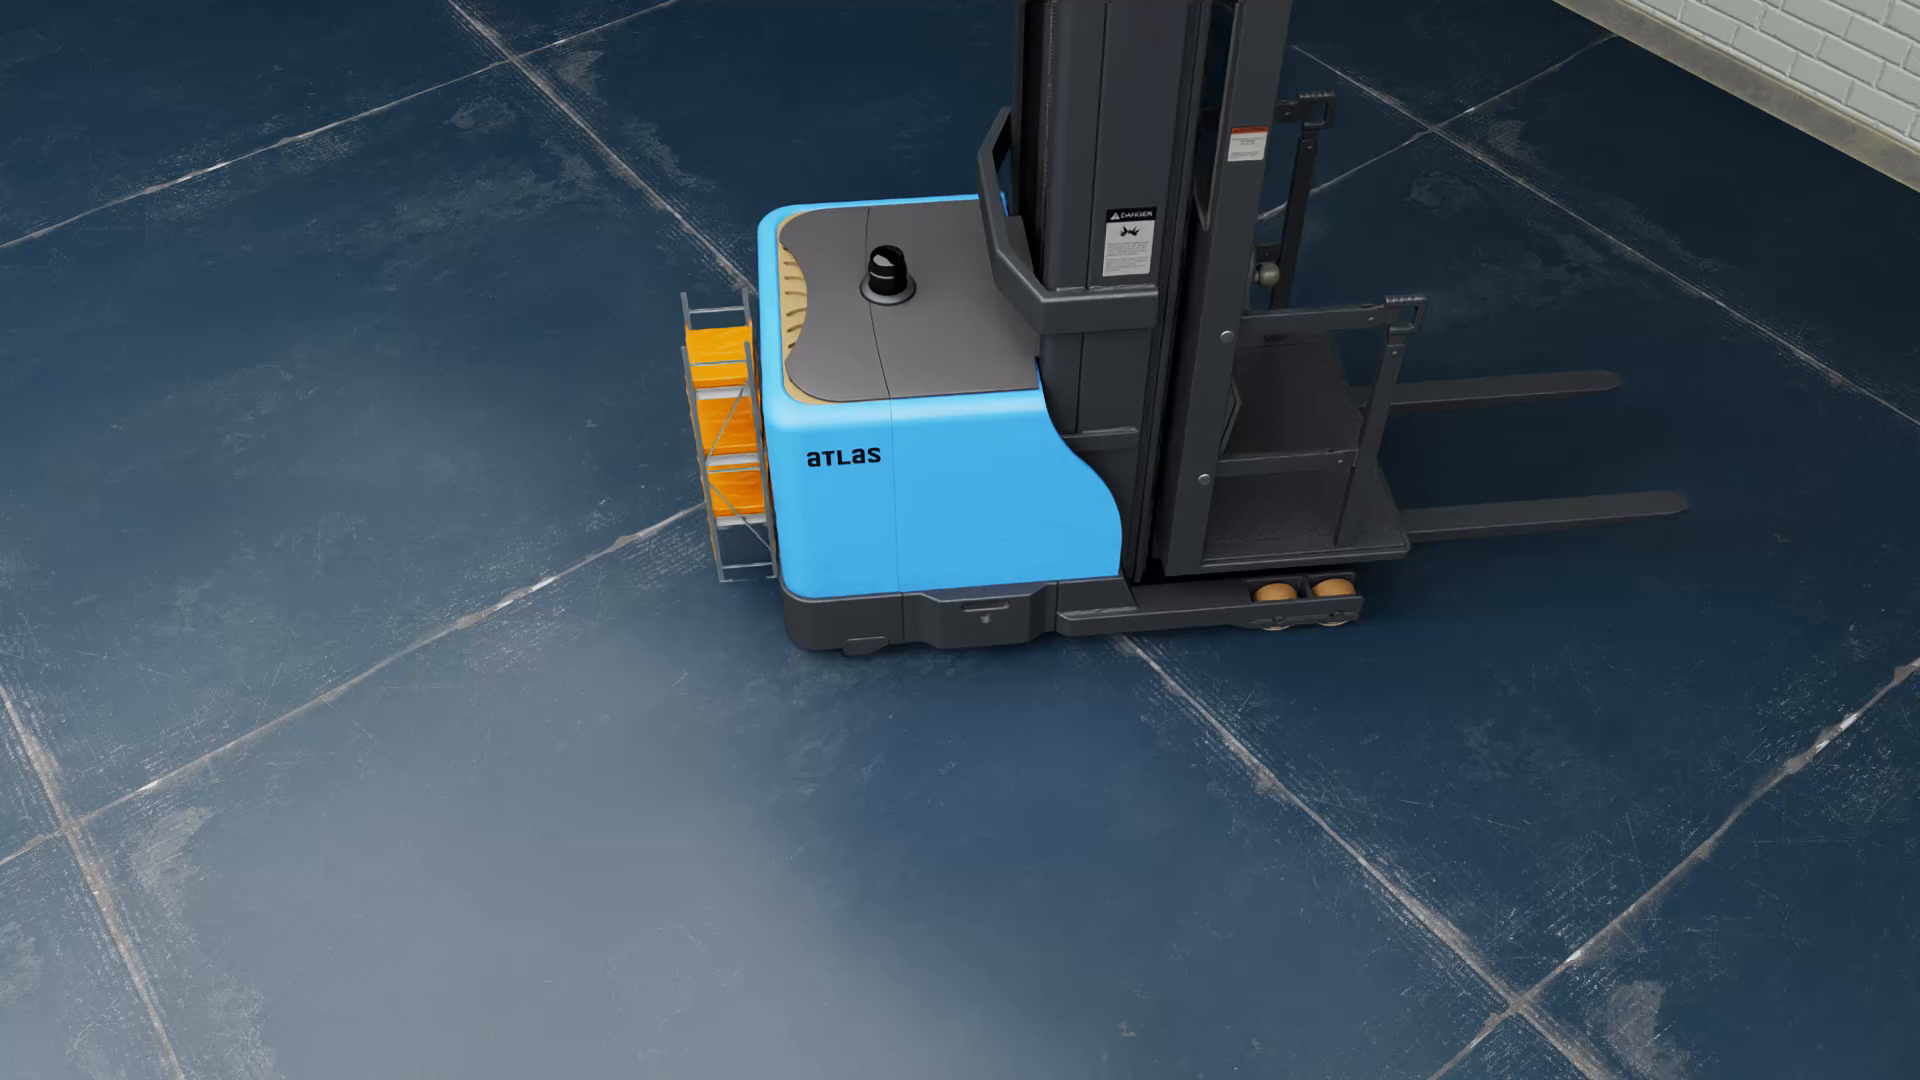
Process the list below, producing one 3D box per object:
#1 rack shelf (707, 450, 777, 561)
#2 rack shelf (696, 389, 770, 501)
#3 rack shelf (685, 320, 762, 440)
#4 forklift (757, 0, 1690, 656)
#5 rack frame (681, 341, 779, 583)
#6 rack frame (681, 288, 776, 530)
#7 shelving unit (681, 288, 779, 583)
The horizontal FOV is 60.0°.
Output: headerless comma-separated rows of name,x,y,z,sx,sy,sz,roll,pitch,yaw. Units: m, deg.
rack shelf,-0.727,-0.115,5.535,0.215,0.259,0.240,-5,48,-4
rack shelf,-0.727,-0.301,5.329,0.215,0.259,0.240,-5,48,-4
rack shelf,-0.727,-0.492,5.118,0.215,0.259,0.240,-5,48,-4
forklift,0.898,-1.075,4.746,3.031,2.935,1.130,-4,48,-4
rack frame,-0.713,-0.219,5.239,0.200,1.050,0.008,-5,48,-4
rack frame,-0.741,-0.398,5.402,0.200,1.050,0.008,-5,48,-4
shelving unit,-0.727,-0.308,5.321,0.215,1.050,0.252,-5,48,-4
